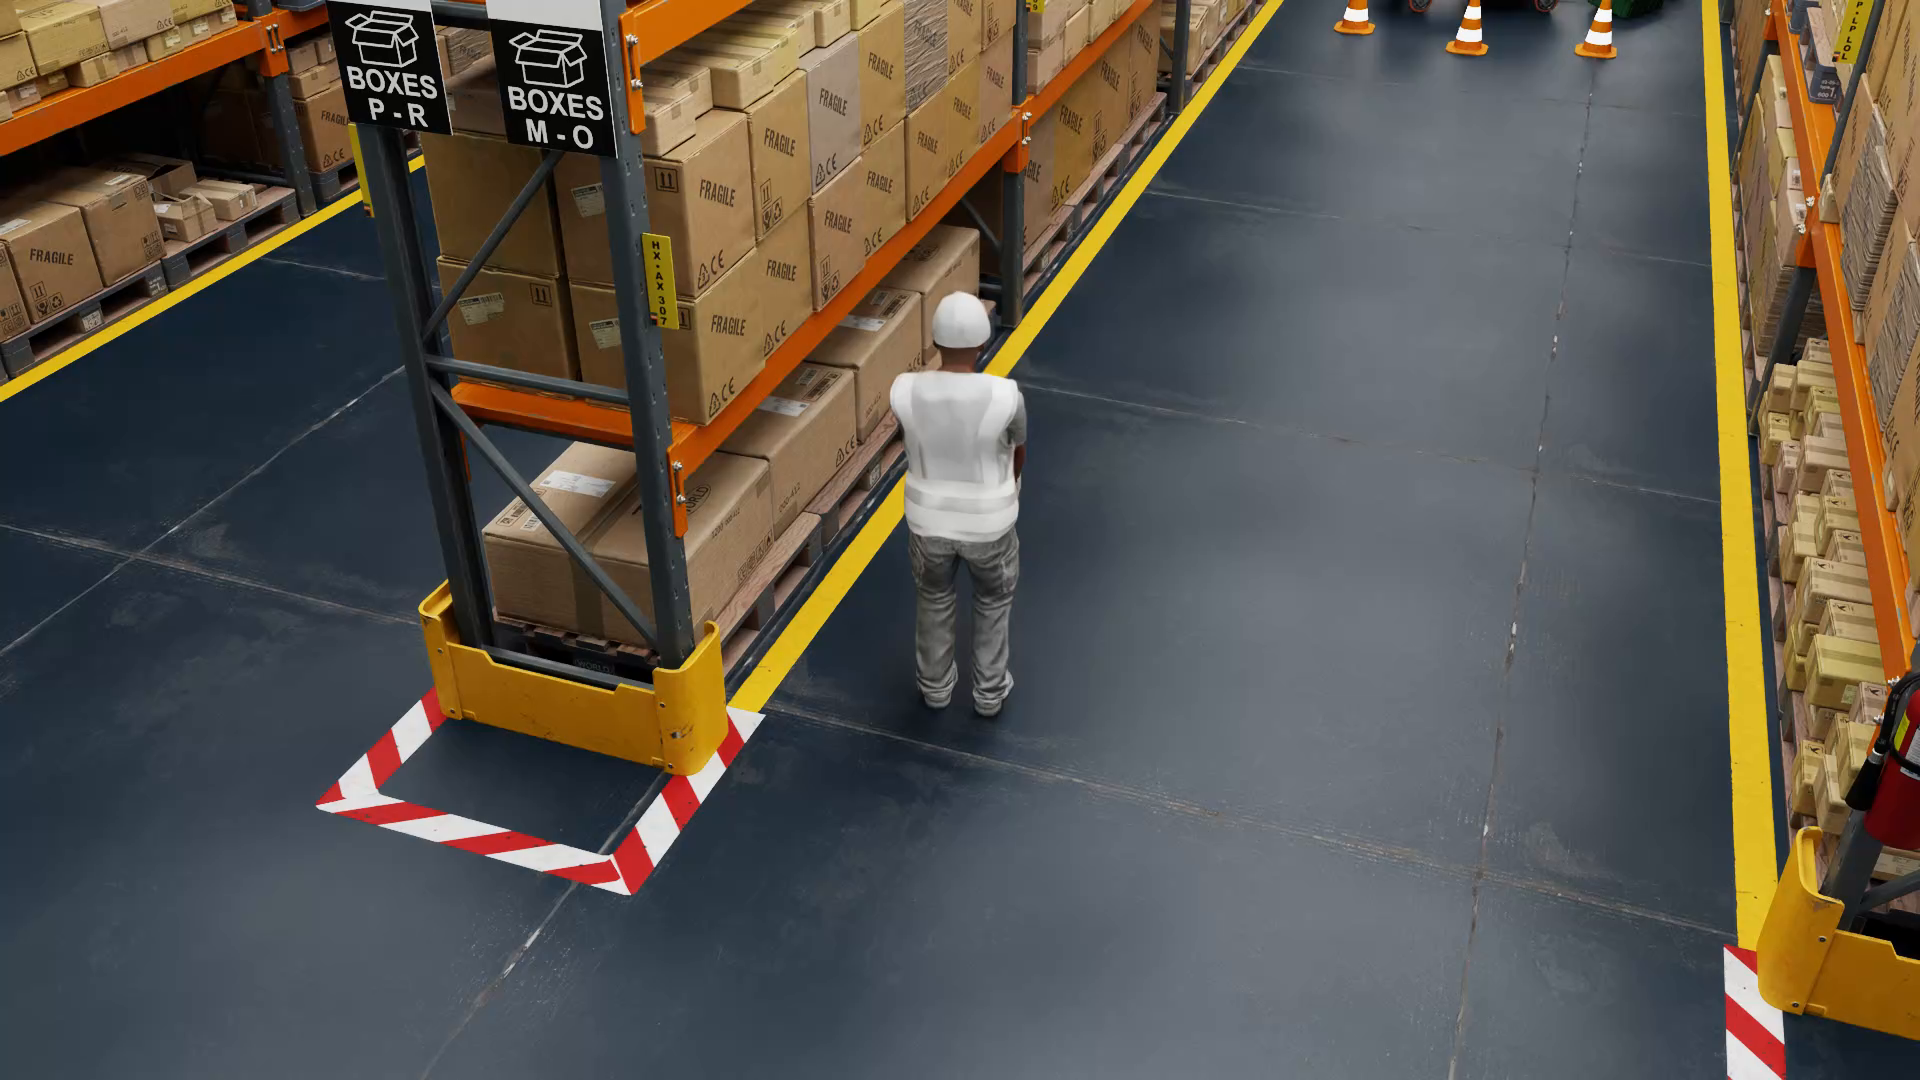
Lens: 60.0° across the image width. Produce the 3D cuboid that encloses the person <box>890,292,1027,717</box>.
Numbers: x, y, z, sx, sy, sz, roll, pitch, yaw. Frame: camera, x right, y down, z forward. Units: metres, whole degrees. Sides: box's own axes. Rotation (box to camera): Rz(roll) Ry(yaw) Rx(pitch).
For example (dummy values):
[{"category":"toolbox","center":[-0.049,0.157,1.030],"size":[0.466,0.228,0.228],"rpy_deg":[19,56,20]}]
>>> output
[{"category":"person","center":[0.013,-0.137,6.335],"size":[0.491,1.779,0.583],"rpy_deg":[6,34,10]}]
